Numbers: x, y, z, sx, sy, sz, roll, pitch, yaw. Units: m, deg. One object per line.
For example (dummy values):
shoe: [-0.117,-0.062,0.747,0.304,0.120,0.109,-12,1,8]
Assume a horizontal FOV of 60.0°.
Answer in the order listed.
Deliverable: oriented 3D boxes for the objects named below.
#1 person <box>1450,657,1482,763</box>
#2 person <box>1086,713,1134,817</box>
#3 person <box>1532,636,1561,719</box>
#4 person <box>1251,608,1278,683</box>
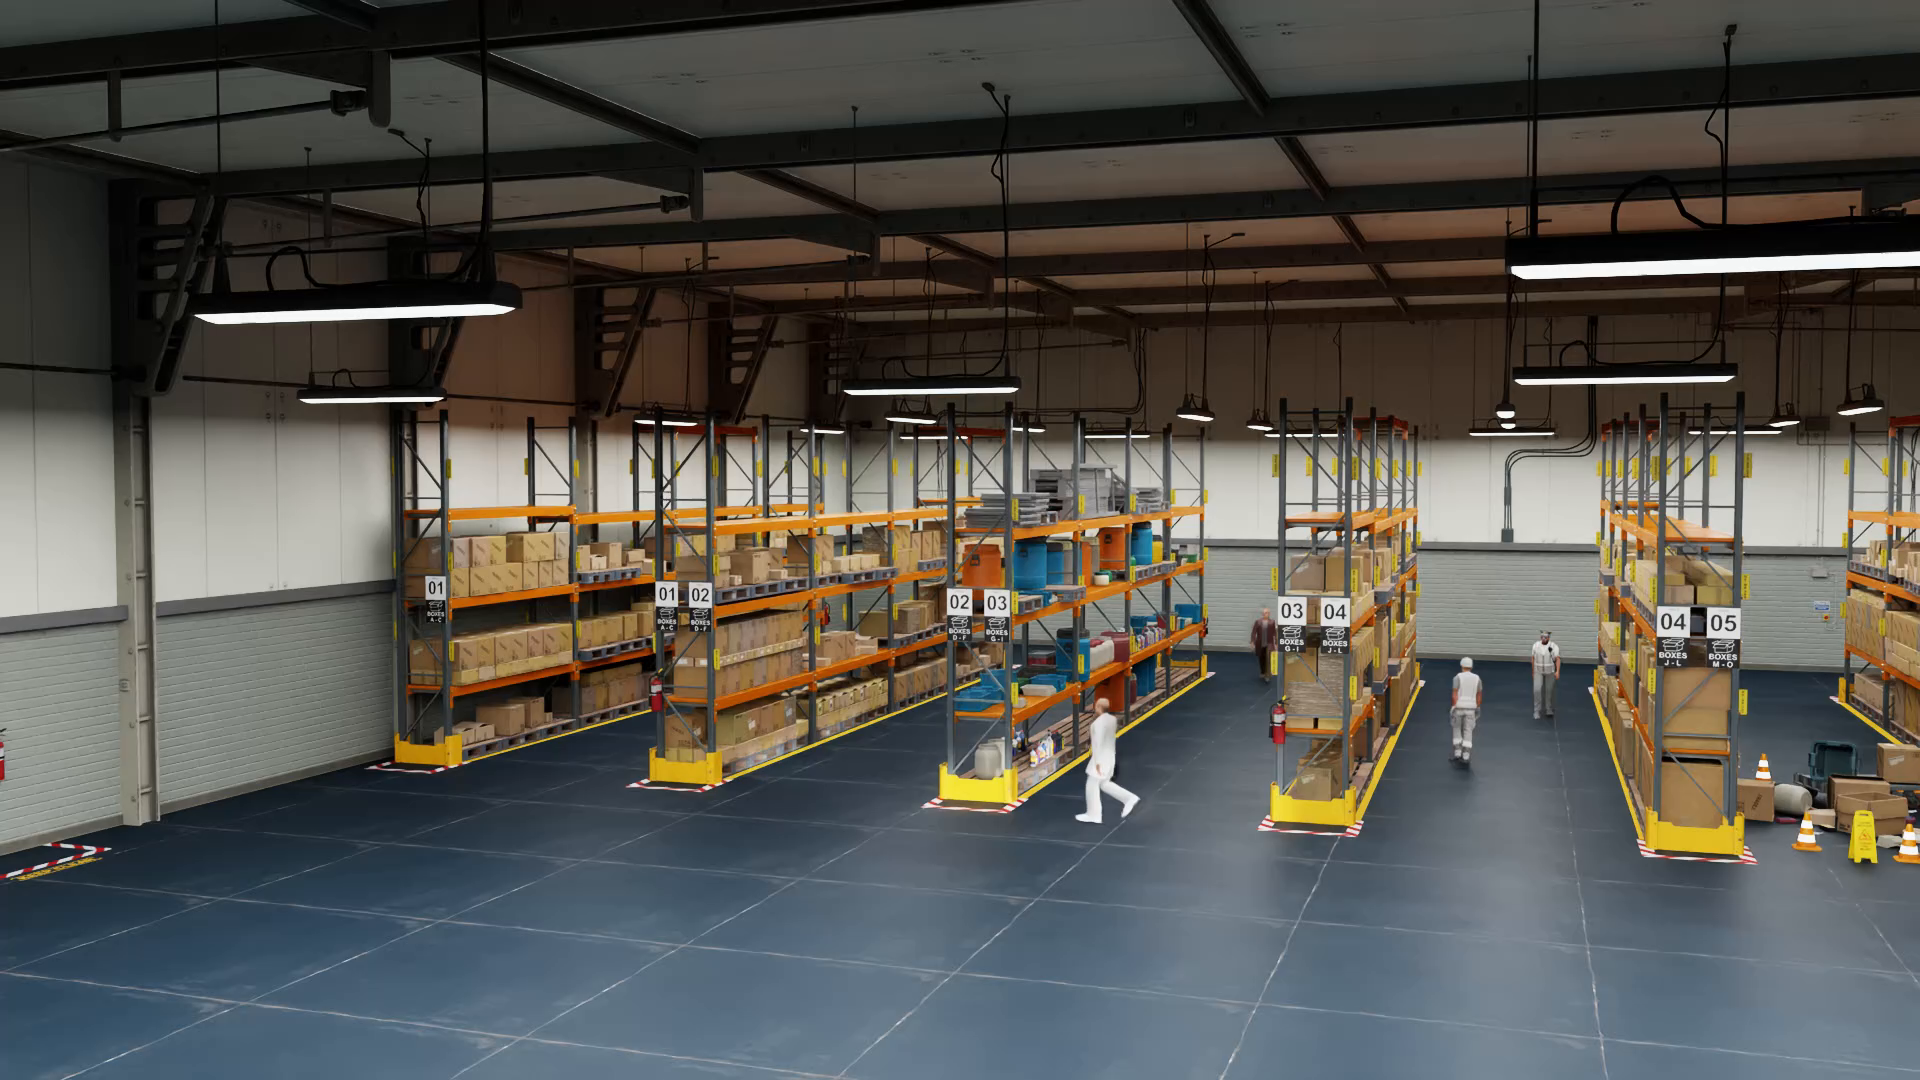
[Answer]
person: [8.612,2.914,28.307,0.532,1.825,0.548,1,3,13]
person: [2.112,3.166,23.445,0.676,1.481,0.576,1,3,14]
person: [11.810,2.706,33.553,0.586,1.740,0.695,1,3,28]
person: [7.146,2.446,38.947,0.656,1.698,1.165,1,3,14]
